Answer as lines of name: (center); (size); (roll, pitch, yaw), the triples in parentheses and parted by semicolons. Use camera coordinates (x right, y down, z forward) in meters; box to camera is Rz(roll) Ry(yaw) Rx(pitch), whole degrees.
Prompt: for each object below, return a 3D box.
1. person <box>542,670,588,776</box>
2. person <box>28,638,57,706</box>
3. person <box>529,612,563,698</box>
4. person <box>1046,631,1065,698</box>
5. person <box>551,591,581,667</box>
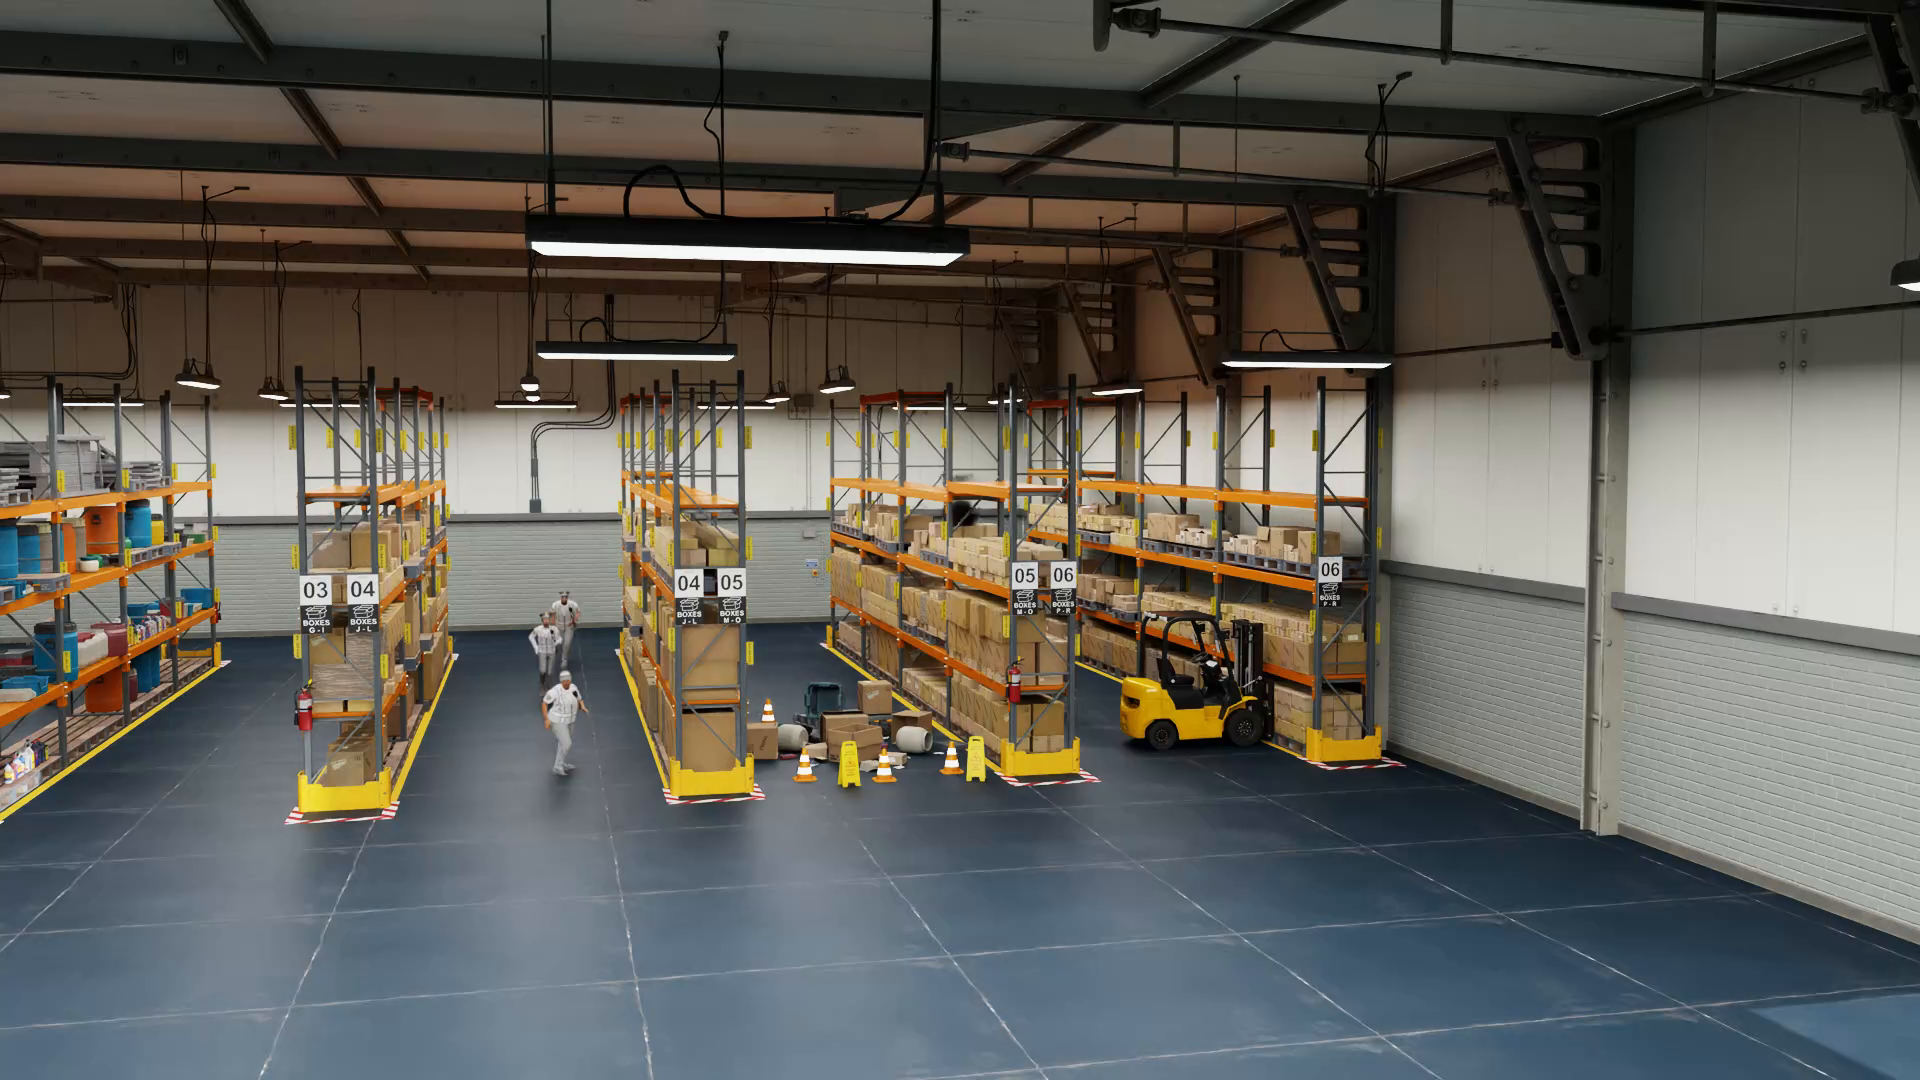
person: (-5.911, 2.755, 25.021); (0.800, 1.640, 0.631); (2, 4, 28)
person: (-17.193, 2.346, 31.368); (0.688, 1.577, 0.840); (-2, 4, -32)
person: (-8.062, 2.230, 32.417); (0.628, 1.679, 0.641); (-1, 4, -16)
person: (1.650, 2.345, 31.336); (0.739, 1.595, 0.885); (-1, 4, -22)
person: (-8.781, 1.953, 37.039); (0.657, 1.712, 0.713); (-1, 3, -10)
